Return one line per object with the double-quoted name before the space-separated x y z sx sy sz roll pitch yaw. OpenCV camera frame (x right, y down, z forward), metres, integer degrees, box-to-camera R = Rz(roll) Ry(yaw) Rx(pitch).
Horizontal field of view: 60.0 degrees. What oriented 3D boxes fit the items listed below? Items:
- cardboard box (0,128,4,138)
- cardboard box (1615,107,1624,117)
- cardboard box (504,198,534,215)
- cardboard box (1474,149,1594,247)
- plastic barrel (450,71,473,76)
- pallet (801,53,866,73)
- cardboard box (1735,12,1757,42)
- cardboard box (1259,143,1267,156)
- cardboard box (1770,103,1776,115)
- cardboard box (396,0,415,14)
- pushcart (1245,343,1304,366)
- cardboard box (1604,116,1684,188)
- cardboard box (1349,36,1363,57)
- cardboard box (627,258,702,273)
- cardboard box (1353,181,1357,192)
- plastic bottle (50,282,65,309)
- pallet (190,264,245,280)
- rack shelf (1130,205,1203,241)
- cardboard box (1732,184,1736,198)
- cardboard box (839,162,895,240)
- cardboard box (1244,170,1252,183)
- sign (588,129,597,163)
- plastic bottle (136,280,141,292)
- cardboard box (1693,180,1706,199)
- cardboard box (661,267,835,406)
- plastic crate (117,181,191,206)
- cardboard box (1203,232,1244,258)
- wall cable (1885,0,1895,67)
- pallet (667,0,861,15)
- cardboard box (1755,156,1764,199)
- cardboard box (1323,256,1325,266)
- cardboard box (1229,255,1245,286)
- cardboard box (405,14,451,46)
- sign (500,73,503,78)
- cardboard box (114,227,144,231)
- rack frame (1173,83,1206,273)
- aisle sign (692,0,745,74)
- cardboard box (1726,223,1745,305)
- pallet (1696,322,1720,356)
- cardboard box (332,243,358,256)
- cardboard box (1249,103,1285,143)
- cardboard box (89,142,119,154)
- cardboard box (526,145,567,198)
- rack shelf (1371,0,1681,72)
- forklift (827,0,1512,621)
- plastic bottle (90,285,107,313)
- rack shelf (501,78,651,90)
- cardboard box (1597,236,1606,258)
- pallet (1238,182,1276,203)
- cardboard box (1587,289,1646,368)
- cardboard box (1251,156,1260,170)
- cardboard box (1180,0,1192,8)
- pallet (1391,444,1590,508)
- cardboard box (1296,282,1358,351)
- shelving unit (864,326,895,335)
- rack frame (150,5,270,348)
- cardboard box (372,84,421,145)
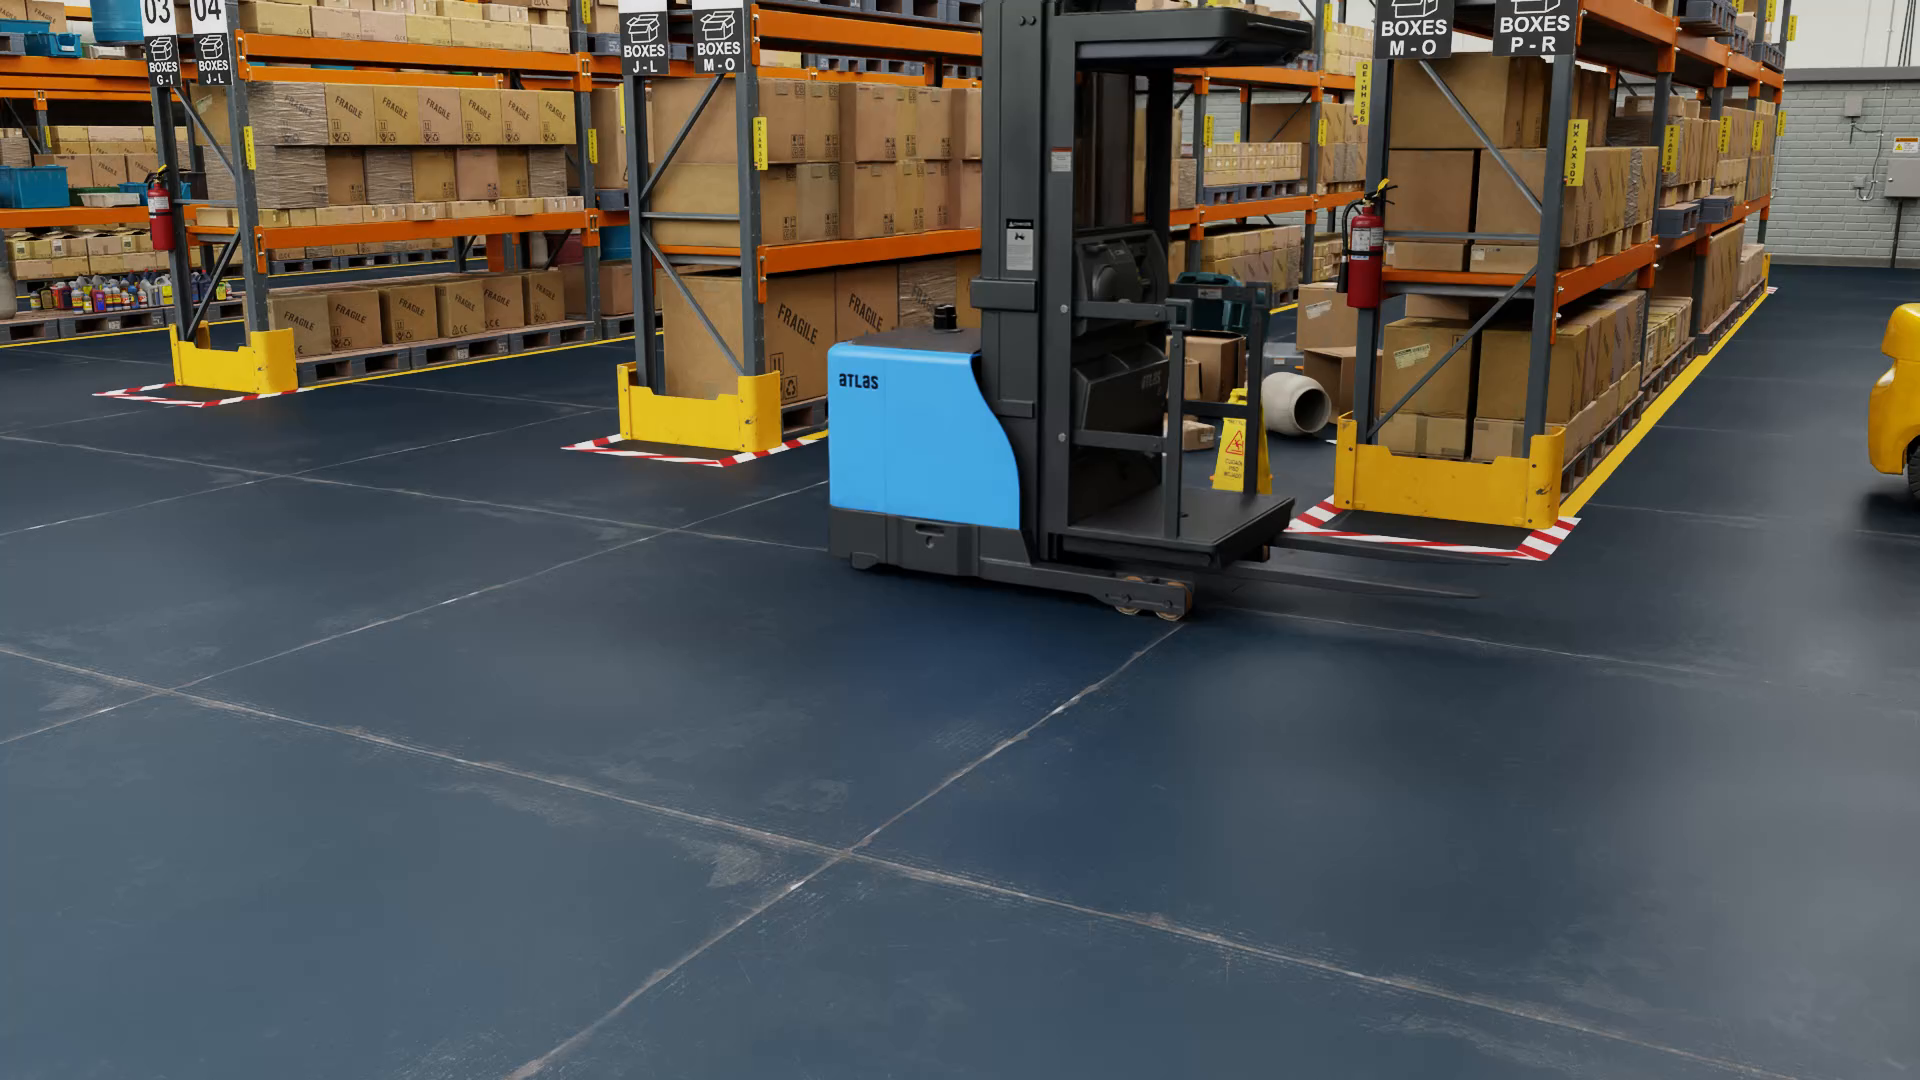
"cardboard box" -15.473 -6.477 26.464 0.380 0.149 0.250 5 14 19
"cardboard box" 6.514 -3.905 15.985 0.500 0.500 0.500 7 15 27
"cardboard box" -4.288 -3.179 15.854 0.380 0.149 0.250 7 15 28
"cardboard box" 3.098 -1.852 8.969 0.500 0.500 0.500 7 15 27
"plastic barrel" -6.592 -6.245 21.968 0.294 0.245 0.294 0 14 0
"pallet" -1.917 -5.862 20.451 1.213 0.211 1.003 8 16 31
"cardboard box" 8.185 -5.470 17.716 0.500 0.311 0.500 7 15 28
"cardboard box" 3.391 -4.595 19.563 0.380 0.149 0.250 7 15 26
"cardboard box" 10.210 -5.512 21.268 0.380 0.149 0.250 7 15 28
"cardboard box" -4.975 -4.645 14.470 0.380 0.149 0.250 7 15 27
"pushcart" 2.540 -1.387 13.483 1.648 0.377 0.936 2 14 9
"cardboard box" 5.037 -2.875 12.315 0.500 0.500 0.500 8 16 29
"cardboard box" 4.988 -6.499 21.943 0.500 0.250 0.500 8 16 29
"cardboard box" -3.283 -2.870 18.431 0.700 0.500 0.500 6 15 23
"cardboard box" 5.255 -4.884 22.930 0.380 0.149 0.250 8 16 29
"plastic bottle" -9.735 -2.642 17.966 0.152 0.276 0.135 8 15 28
"pallet" -11.284 -3.961 24.511 1.003 0.211 1.213 7 15 28
"rack shelf" 1.144 -3.015 16.173 1.077 0.370 4.000 7 15 28
"cardboard box" 7.923 -3.656 17.619 0.500 0.250 0.500 7 15 27
"cardboard box" -0.989 -2.504 12.198 0.875 0.550 0.550 7 15 28
"cardboard box" 3.143 -4.198 19.186 0.380 0.149 0.250 8 16 29
"sign" -3.637 -3.898 16.454 0.100 0.325 0.005 7 15 28
"plastic bottle" -8.935 -2.700 18.190 0.061 0.283 0.133 7 15 28
"cardboard box" 6.142 -2.994 14.193 0.380 0.149 0.250 8 16 29
"cardboard box" -1.486 -1.451 11.791 0.875 0.875 0.875 7 15 28
"plastic crate" -8.749 -3.768 18.080 0.499 0.251 0.616 7 15 28
"cardboard box" 2.902 -3.346 18.852 0.500 0.250 0.500 7 15 27
"wall cable" 13.521 -8.906 26.273 2.355 3.000 0.029 7 15 28
"pallet" -1.407 -3.702 11.278 1.003 0.211 1.213 7 15 28
"cardboard box" 9.376 -4.375 20.066 0.500 0.500 0.500 7 15 28
"cardboard box" 4.630 -3.713 22.085 0.380 0.149 0.250 7 15 28
"cardboard box" 2.917 -2.984 18.946 0.500 0.500 0.500 8 15 29
"cardboard box" -4.856 -4.486 14.661 0.500 0.250 0.500 8 16 30
"sign" -6.033 -6.265 21.944 0.100 0.325 0.005 7 15 28
"cardboard box" -11.857 -4.333 23.882 0.500 0.311 0.500 7 15 27
"rack frame" 2.111 -3.775 17.791 1.000 3.000 0.127 7 15 28
"aisle sign" -1.528 -3.349 10.477 0.394 0.787 0.004 7 15 28
"cardboard box" 8.197 -3.090 18.589 0.875 0.875 0.875 8 16 30
"pallet" 6.940 -2.032 16.513 1.003 0.211 1.213 7 15 28
"cardboard box" -9.887 -4.751 26.234 0.500 0.500 0.500 7 15 27
"cardboard box" 4.035 -5.402 21.558 0.500 0.500 0.500 7 15 26
"cardboard box" -14.470 -6.421 27.877 0.500 0.500 0.500 8 16 30
"cardboard box" -4.387 -3.645 16.404 0.875 0.500 0.500 7 15 28
"rack shelf" 3.593 -3.112 10.177 1.077 0.370 4.000 7 15 28
"forklift" 0.906 -1.221 7.345 3.031 2.935 1.130 7 15 28
"plastic bottle" -9.110 -2.552 17.575 0.061 0.283 0.133 8 16 29
"rack shelf" -5.551 -6.437 23.970 1.077 0.370 4.000 7 15 28
"cardboard box" 3.767 -1.832 10.267 0.380 0.149 0.250 7 15 27
"pallet" 3.032 -4.092 19.517 1.003 0.211 1.213 7 15 28
"cardboard box" 4.508 -1.494 11.702 0.500 0.500 0.500 7 15 27
"cardboard box" 3.269 -4.398 19.382 0.380 0.149 0.250 8 16 30
"cardboard box" 2.314 -5.873 18.248 0.396 0.266 0.258 7 15 28
"pallet" 3.086 -0.416 9.809 1.003 0.211 1.213 7 15 28
"cardboard box" 2.987 -1.762 13.162 0.500 0.500 0.500 7 15 28
"shelving unit" -0.338 -0.570 8.656 0.215 1.050 0.252 8 16 31
"rack frame" -6.049 -2.716 13.400 1.000 3.000 0.127 7 15 28
"cardboard box" -5.056 -3.682 14.425 0.500 0.500 0.500 7 15 28
